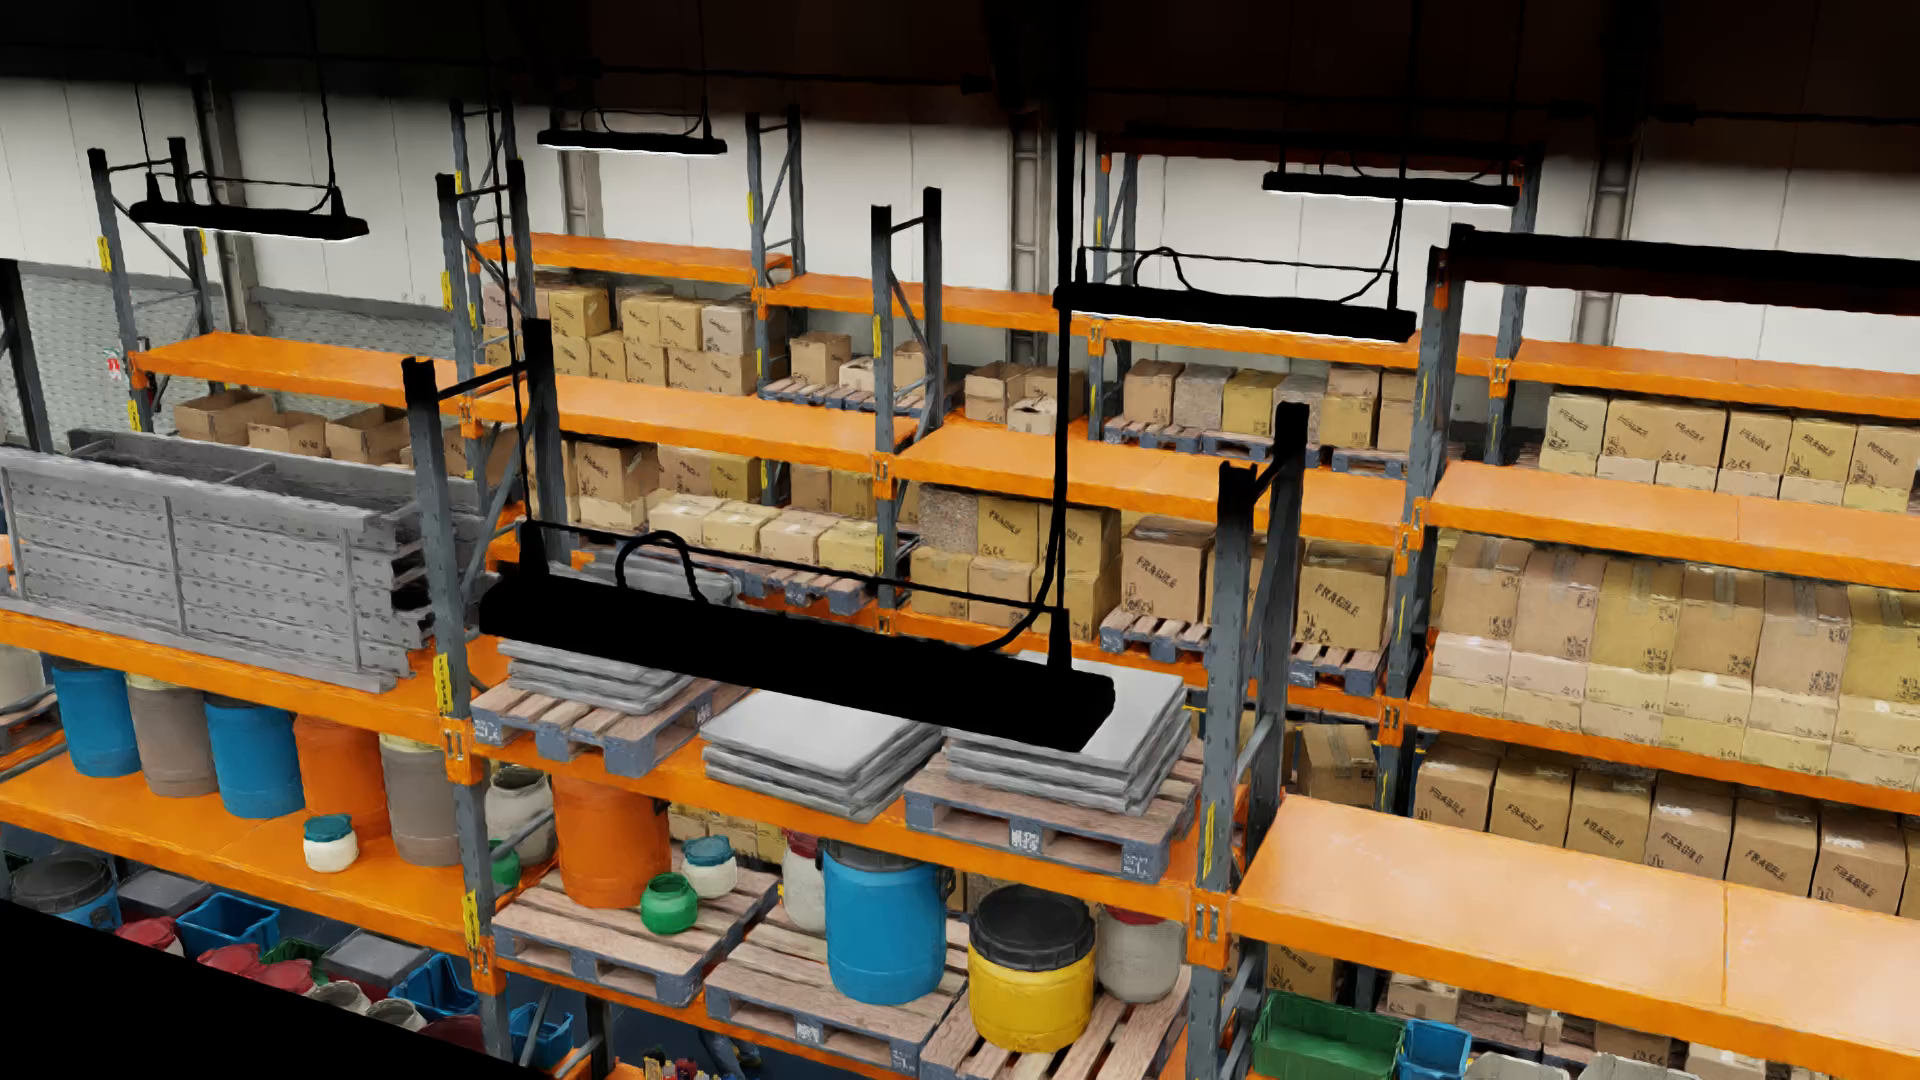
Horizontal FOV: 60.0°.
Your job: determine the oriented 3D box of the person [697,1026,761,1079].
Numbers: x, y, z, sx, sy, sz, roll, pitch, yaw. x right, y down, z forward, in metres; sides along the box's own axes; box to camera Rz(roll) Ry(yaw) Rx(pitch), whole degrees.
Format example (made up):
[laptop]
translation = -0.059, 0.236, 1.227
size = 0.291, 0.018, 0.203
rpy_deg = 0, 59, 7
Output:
[person]
translation = -1.771, 3.135, 11.925
size = 0.578, 1.714, 0.719
rpy_deg = 8, 22, 20
